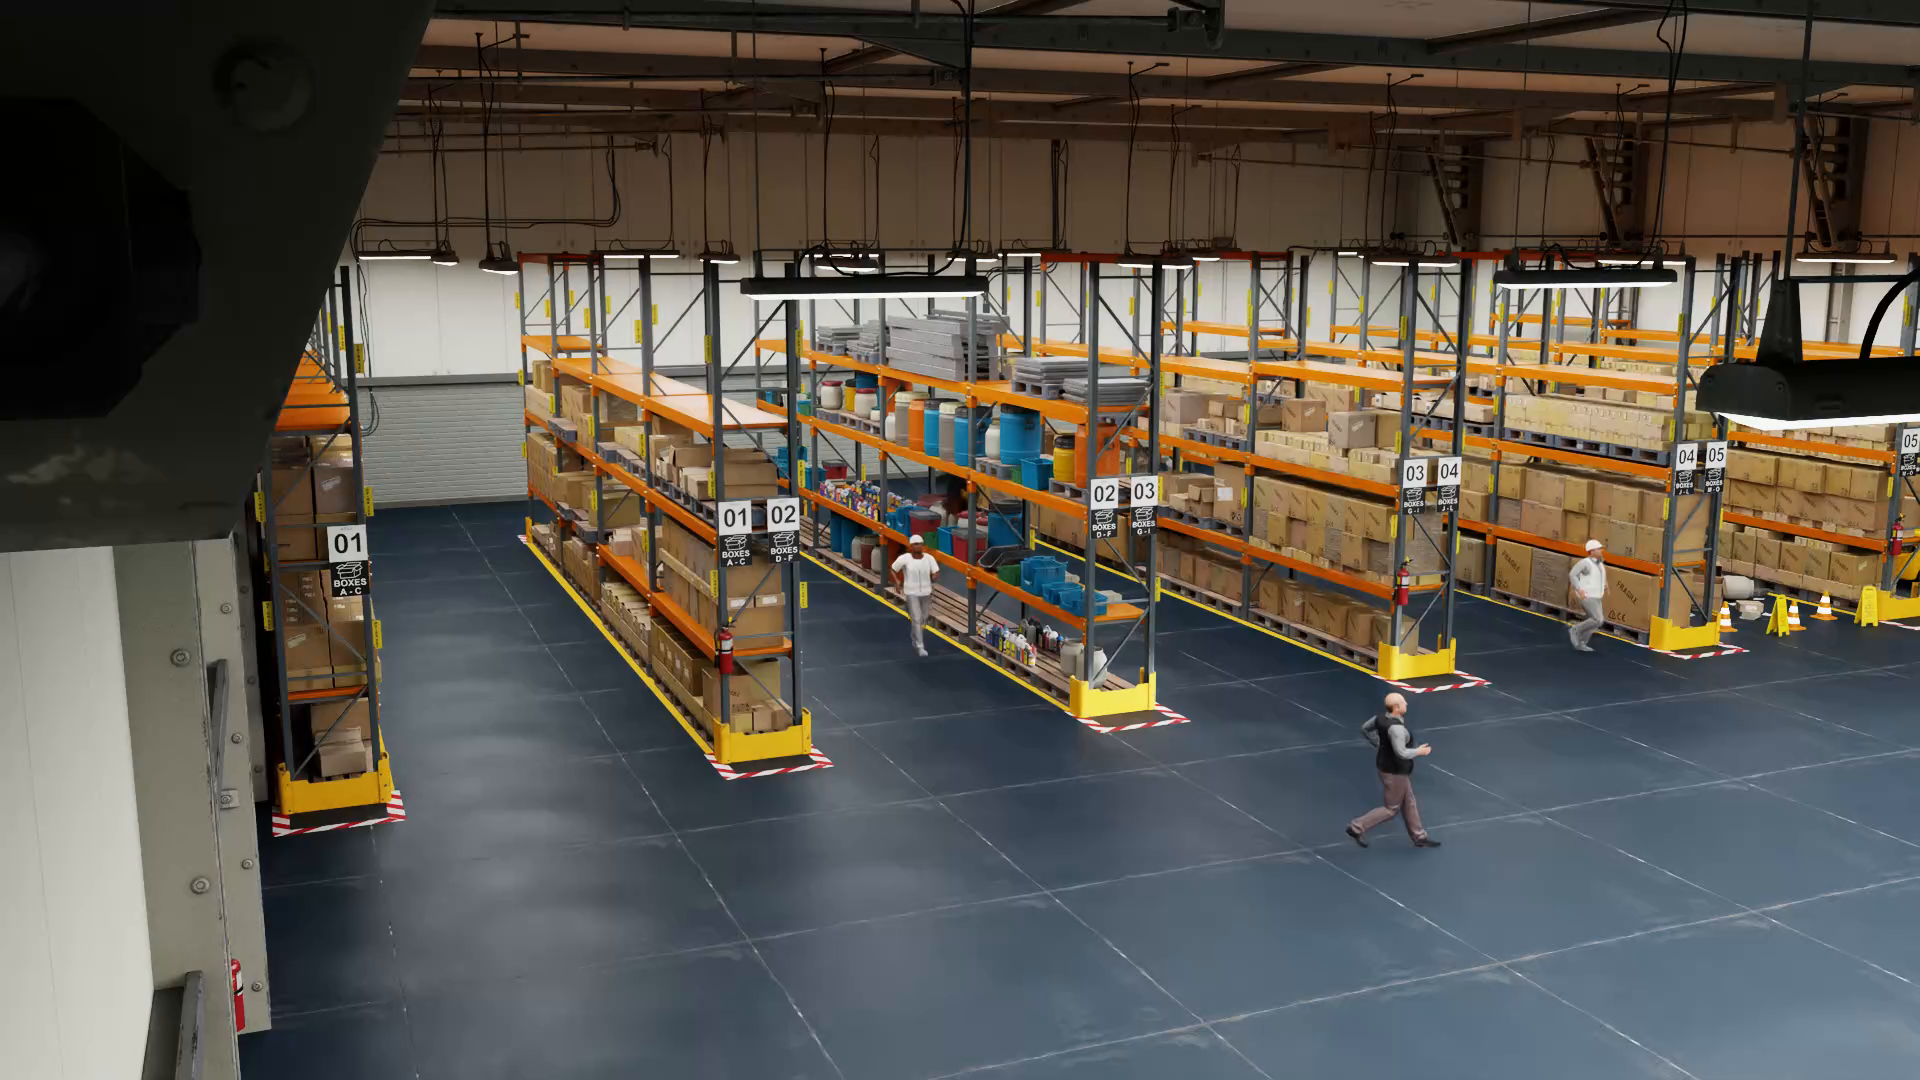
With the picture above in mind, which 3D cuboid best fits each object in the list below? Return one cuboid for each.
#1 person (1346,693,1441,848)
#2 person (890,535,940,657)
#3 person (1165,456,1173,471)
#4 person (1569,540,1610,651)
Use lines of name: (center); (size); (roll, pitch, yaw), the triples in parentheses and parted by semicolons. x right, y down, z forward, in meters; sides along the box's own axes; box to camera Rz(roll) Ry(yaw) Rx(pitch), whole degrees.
person: (4.499, 2.385, 17.134); (1.054, 1.681, 0.672); (0, 10, -2)
person: (-0.624, 0.806, 24.542); (0.710, 1.778, 0.936); (-4, 11, -21)
person: (5.383, -2.117, 41.858); (0.555, 1.689, 0.790); (5, 12, 26)
person: (9.754, 0.862, 25.612); (0.689, 1.721, 0.533); (-9, 14, -41)
